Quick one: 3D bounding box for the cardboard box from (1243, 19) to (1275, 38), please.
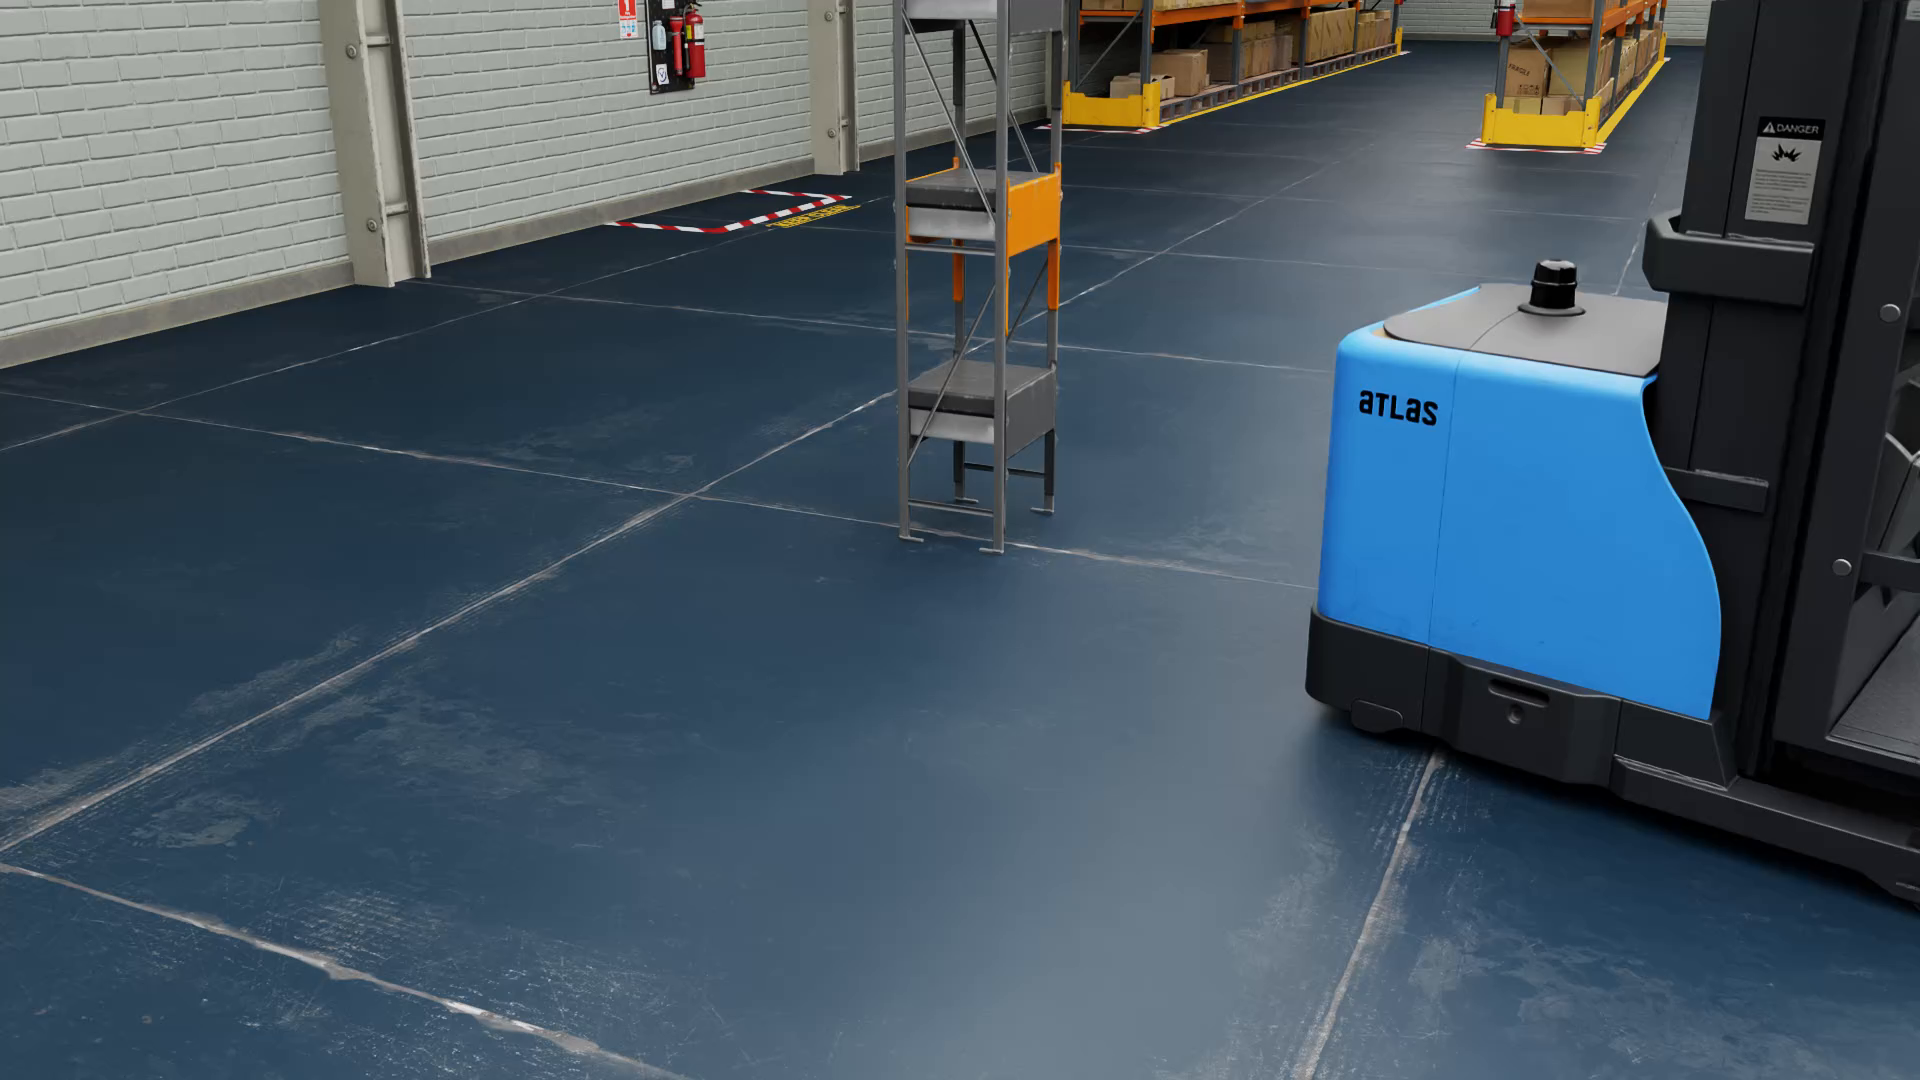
[{"bbox_3d":[4.517,-7.849,25.518,0.500,0.250,0.500,9,21,24],"label":"cardboard box"}]

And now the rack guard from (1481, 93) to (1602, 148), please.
[{"bbox_3d":[6.290,-4.550,18.017,1.175,0.500,0.348,9,21,23],"label":"rack guard"}]

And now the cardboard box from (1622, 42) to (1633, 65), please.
[{"bbox_3d":[9.169,-6.840,23.364,0.500,0.311,0.500,8,21,22],"label":"cardboard box"}]

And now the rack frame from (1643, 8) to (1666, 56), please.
[{"bbox_3d":[12.851,-10.626,31.372,1.000,3.000,0.127,9,21,23],"label":"rack frame"}]

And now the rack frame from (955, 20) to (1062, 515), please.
[{"bbox_3d":[0.168,-1.114,5.969,0.400,2.100,0.015,9,21,23],"label":"rack frame"}]

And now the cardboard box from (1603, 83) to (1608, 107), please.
[{"bbox_3d":[7.542,-5.382,20.103,0.500,0.250,0.500,9,21,23],"label":"cardboard box"}]

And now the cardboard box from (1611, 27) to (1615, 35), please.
[{"bbox_3d":[10.179,-8.213,26.540,0.500,0.250,0.500,8,21,22],"label":"cardboard box"}]

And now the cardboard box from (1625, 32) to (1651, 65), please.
[{"bbox_3d":[10.857,-7.940,26.891,0.500,0.500,0.500,9,21,23],"label":"cardboard box"}]

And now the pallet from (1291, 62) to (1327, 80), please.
[{"bbox_3d":[5.446,-7.776,27.519,1.003,0.211,1.213,9,21,23],"label":"pallet"}]

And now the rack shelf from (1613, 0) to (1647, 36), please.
[{"bbox_3d":[8.756,-7.230,22.896,1.077,0.370,4.000,9,21,23],"label":"rack shelf"}]

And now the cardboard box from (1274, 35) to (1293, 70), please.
[{"bbox_3d":[4.807,-7.661,26.109,0.700,0.500,0.500,9,21,23],"label":"cardboard box"}]

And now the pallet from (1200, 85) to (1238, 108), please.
[{"bbox_3d":[3.174,-6.112,22.841,1.003,0.211,1.213,9,21,23],"label":"pallet"}]

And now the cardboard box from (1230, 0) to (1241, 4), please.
[{"bbox_3d":[3.499,-7.389,22.462,0.500,0.250,0.500,9,21,23],"label":"cardboard box"}]

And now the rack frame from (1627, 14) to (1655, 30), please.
[{"bbox_3d":[11.213,-9.403,27.933,1.000,3.000,0.127,9,21,23],"label":"rack frame"}]

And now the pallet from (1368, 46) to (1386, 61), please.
[{"bbox_3d":[7.574,-9.364,31.984,1.003,0.211,1.213,9,21,23],"label":"pallet"}]

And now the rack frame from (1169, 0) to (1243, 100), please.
[{"bbox_3d":[3.417,-7.636,22.965,1.000,3.000,0.127,9,21,23],"label":"rack frame"}]

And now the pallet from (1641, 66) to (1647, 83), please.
[{"bbox_3d":[10.417,-7.461,26.634,1.003,0.211,1.213,9,21,23],"label":"pallet"}]

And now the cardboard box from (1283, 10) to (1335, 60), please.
[{"bbox_3d":[5.840,-8.518,28.025,0.750,0.750,0.750,8,21,22],"label":"cardboard box"}]

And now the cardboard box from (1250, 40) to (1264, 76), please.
[{"bbox_3d":[4.114,-7.208,24.835,0.700,0.500,0.500,9,21,23],"label":"cardboard box"}]

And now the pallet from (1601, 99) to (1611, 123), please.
[{"bbox_3d":[7.574,-5.407,20.856,1.003,0.211,1.213,9,21,23],"label":"pallet"}]

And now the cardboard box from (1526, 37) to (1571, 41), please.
[{"bbox_3d":[7.264,-5.961,20.611,0.500,0.500,0.500,9,21,23],"label":"cardboard box"}]

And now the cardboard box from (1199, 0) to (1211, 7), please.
[{"bbox_3d":[2.891,-6.928,21.166,0.500,0.250,0.500,9,21,23],"label":"cardboard box"}]

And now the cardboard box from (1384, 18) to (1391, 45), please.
[{"bbox_3d":[8.135,-10.097,32.988,0.700,0.500,0.500,9,21,23],"label":"cardboard box"}]

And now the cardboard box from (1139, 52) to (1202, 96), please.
[{"bbox_3d":[2.724,-6.034,21.533,0.700,0.500,0.500,7,21,19],"label":"cardboard box"}]

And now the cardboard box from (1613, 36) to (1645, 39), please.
[{"bbox_3d":[10.232,-7.471,25.573,0.500,0.500,0.500,8,21,21],"label":"cardboard box"}]

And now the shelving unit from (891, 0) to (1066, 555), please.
[{"bbox_3d":[0.068,-1.040,5.759,0.431,2.100,0.503,9,21,23],"label":"shelving unit"}]

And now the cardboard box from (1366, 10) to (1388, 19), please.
[{"bbox_3d":[8.145,-10.260,32.478,0.380,0.149,0.250,9,22,24],"label":"cardboard box"}]

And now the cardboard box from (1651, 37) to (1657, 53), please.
[{"bbox_3d":[12.437,-9.052,30.391,0.500,0.250,0.500,9,21,23],"label":"cardboard box"}]

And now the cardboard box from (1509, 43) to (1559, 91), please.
[{"bbox_3d":[6.644,-5.503,19.324,0.500,0.500,0.500,9,21,23],"label":"cardboard box"}]

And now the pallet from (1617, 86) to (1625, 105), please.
[{"bbox_3d":[8.702,-6.249,23.225,1.003,0.211,1.213,9,21,23],"label":"pallet"}]

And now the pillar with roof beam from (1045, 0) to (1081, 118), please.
[{"bbox_3d":[5.204,-8.982,17.796,9.100,9.000,0.400,9,21,23],"label":"pillar with roof beam"}]

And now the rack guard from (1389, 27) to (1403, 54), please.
[{"bbox_3d":[8.340,-10.134,33.719,1.175,0.500,0.348,9,21,23],"label":"rack guard"}]

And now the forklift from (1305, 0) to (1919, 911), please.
[{"bbox_3d":[2.410,-0.703,3.570,3.031,2.935,1.130,16,25,37],"label":"forklift"}]

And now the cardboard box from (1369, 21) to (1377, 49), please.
[{"bbox_3d":[7.513,-9.626,31.664,0.700,0.500,0.500,9,22,24],"label":"cardboard box"}]

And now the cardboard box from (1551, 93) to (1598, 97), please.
[{"bbox_3d":[6.923,-4.924,18.815,0.500,0.250,0.500,9,21,23],"label":"cardboard box"}]

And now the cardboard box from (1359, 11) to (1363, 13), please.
[{"bbox_3d":[7.591,-10.159,32.194,0.380,0.149,0.250,9,21,23],"label":"cardboard box"}]

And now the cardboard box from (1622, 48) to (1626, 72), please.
[{"bbox_3d":[8.544,-6.369,22.040,0.500,0.311,0.500,8,21,22],"label":"cardboard box"}]

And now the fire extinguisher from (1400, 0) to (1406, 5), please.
[{"bbox_3d":[8.813,-11.075,33.307,0.296,0.674,0.183,9,21,23],"label":"fire extinguisher"}]

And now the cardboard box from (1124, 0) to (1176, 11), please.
[{"bbox_3d":[2.268,-6.458,19.845,0.500,0.250,0.500,8,21,21],"label":"cardboard box"}]

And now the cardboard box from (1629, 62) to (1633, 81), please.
[{"bbox_3d":[9.375,-6.731,23.895,0.500,0.250,0.500,8,21,22],"label":"cardboard box"}]

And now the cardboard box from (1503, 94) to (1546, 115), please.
[{"bbox_3d":[6.249,-4.842,18.584,0.500,0.250,0.500,9,21,23],"label":"cardboard box"}]

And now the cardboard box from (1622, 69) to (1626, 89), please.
[{"bbox_3d":[8.749,-6.264,22.583,0.500,0.250,0.500,8,21,21],"label":"cardboard box"}]

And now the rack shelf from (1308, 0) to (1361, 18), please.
[{"bbox_3d":[5.874,-9.132,28.243,1.077,0.370,4.000,9,21,23],"label":"rack shelf"}]

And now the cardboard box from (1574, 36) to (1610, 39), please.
[{"bbox_3d":[9.744,-7.528,25.735,0.500,0.500,0.500,9,22,25],"label":"cardboard box"}]

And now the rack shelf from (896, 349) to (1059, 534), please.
[{"bbox_3d":[0.068,-0.368,5.998,0.431,0.518,0.480,9,21,23],"label":"rack shelf"}]

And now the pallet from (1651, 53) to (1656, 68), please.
[{"bbox_3d":[11.994,-8.673,30.043,1.003,0.211,1.213,9,21,23],"label":"pallet"}]

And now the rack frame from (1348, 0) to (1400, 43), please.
[{"bbox_3d":[8.331,-11.305,33.280,1.000,3.000,0.127,9,21,23],"label":"rack frame"}]

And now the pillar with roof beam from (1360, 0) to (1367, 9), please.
[{"bbox_3d":[12.575,-14.485,33.268,9.100,9.000,0.400,9,21,23],"label":"pillar with roof beam"}]

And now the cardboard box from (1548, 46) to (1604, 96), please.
[{"bbox_3d":[6.925,-5.277,18.689,0.500,0.500,0.500,9,21,23],"label":"cardboard box"}]

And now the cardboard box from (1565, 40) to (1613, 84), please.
[{"bbox_3d":[7.530,-5.737,19.982,0.500,0.500,0.500,9,21,23],"label":"cardboard box"}]

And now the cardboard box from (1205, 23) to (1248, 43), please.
[{"bbox_3d":[3.880,-7.382,24.203,0.500,0.250,0.500,8,21,22],"label":"cardboard box"}]

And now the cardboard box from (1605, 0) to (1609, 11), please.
[{"bbox_3d":[7.342,-6.553,19.770,0.700,0.500,0.500,9,21,24],"label":"cardboard box"}]

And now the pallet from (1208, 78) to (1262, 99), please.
[{"bbox_3d":[3.734,-6.561,24.102,1.003,0.211,1.213,9,21,23],"label":"pallet"}]
